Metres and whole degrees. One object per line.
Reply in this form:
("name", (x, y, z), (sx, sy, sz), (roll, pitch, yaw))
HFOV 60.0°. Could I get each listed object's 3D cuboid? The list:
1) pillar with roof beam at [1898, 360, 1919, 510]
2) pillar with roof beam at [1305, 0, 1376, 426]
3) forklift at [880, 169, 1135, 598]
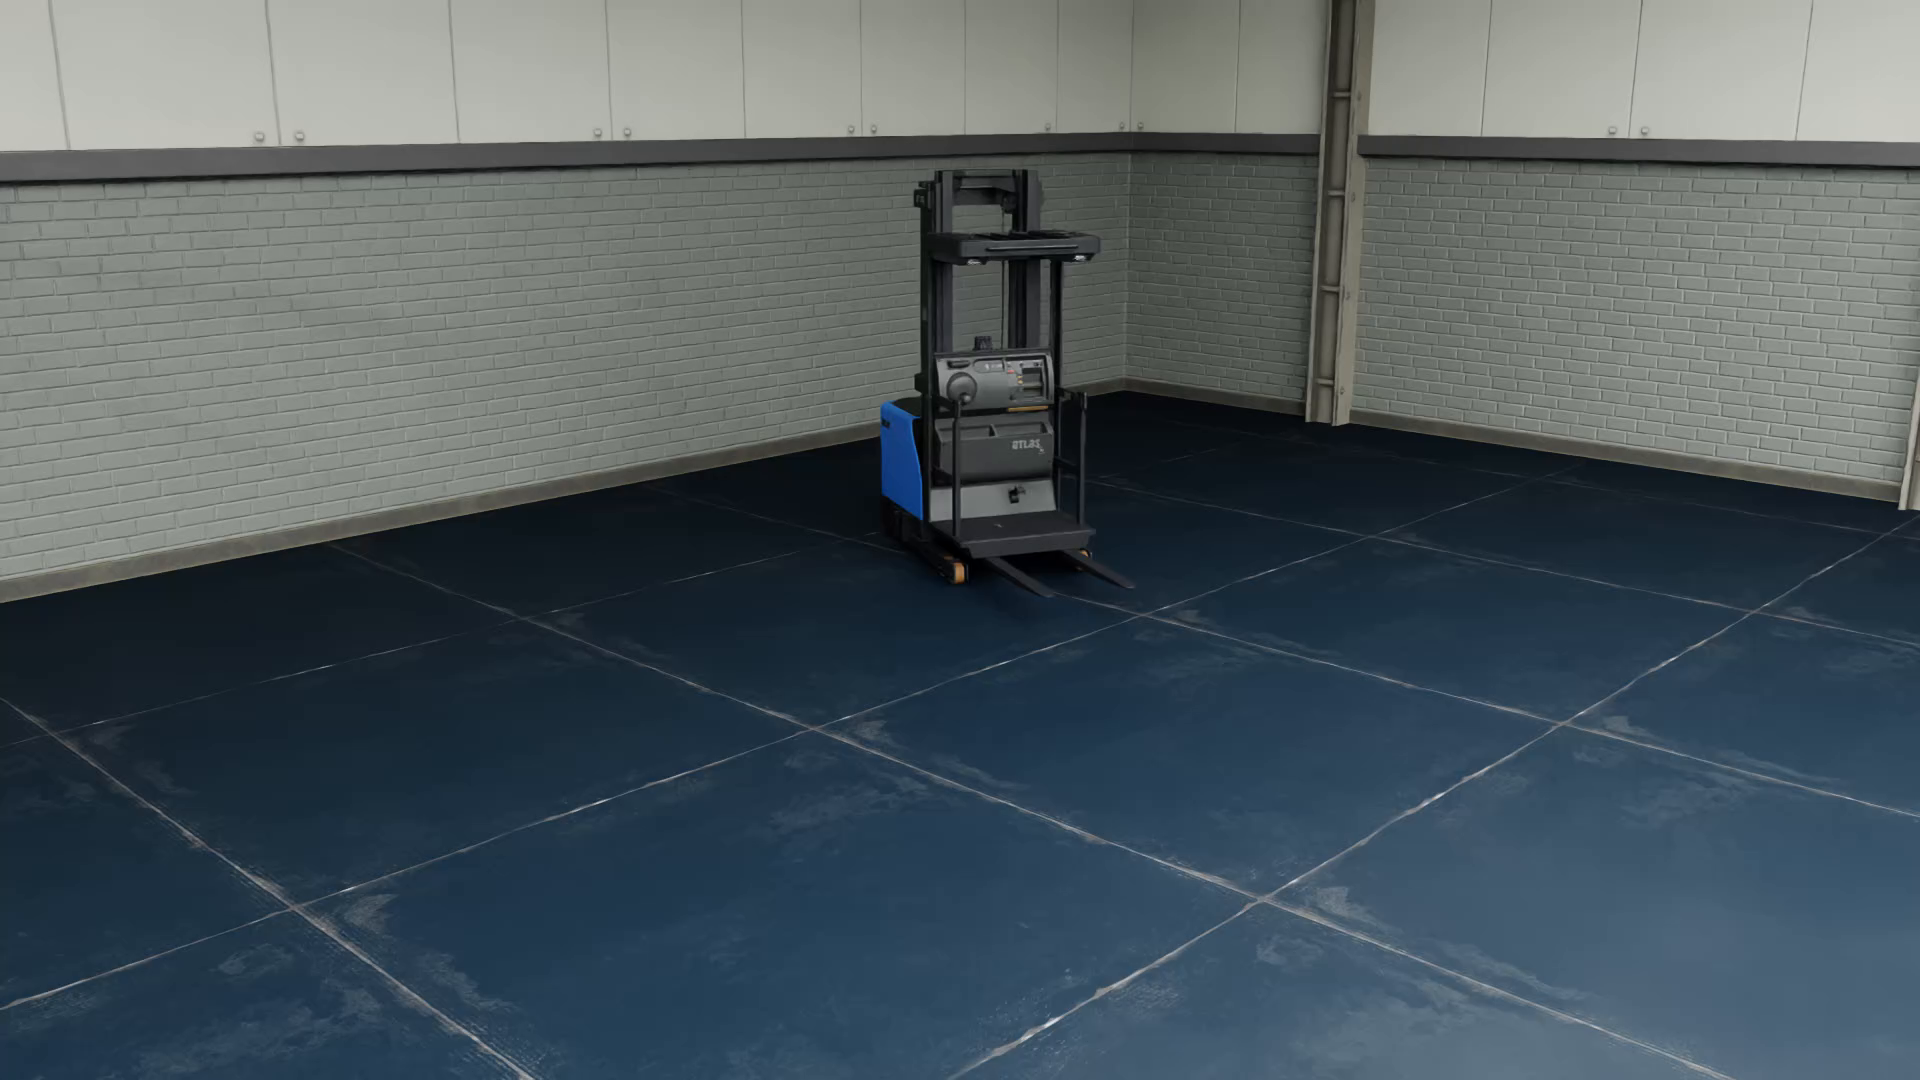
("pillar with roof beam", (5.413, -3.833, 10.297), (0.400, 9.000, 9.100), (14, 20, 42))
("pillar with roof beam", (1.094, -4.883, 14.327), (0.400, 9.000, 9.100), (14, 20, 42))
("forklift", (0.341, -1.209, 12.259), (1.130, 2.935, 3.031), (-6, 16, -20))
